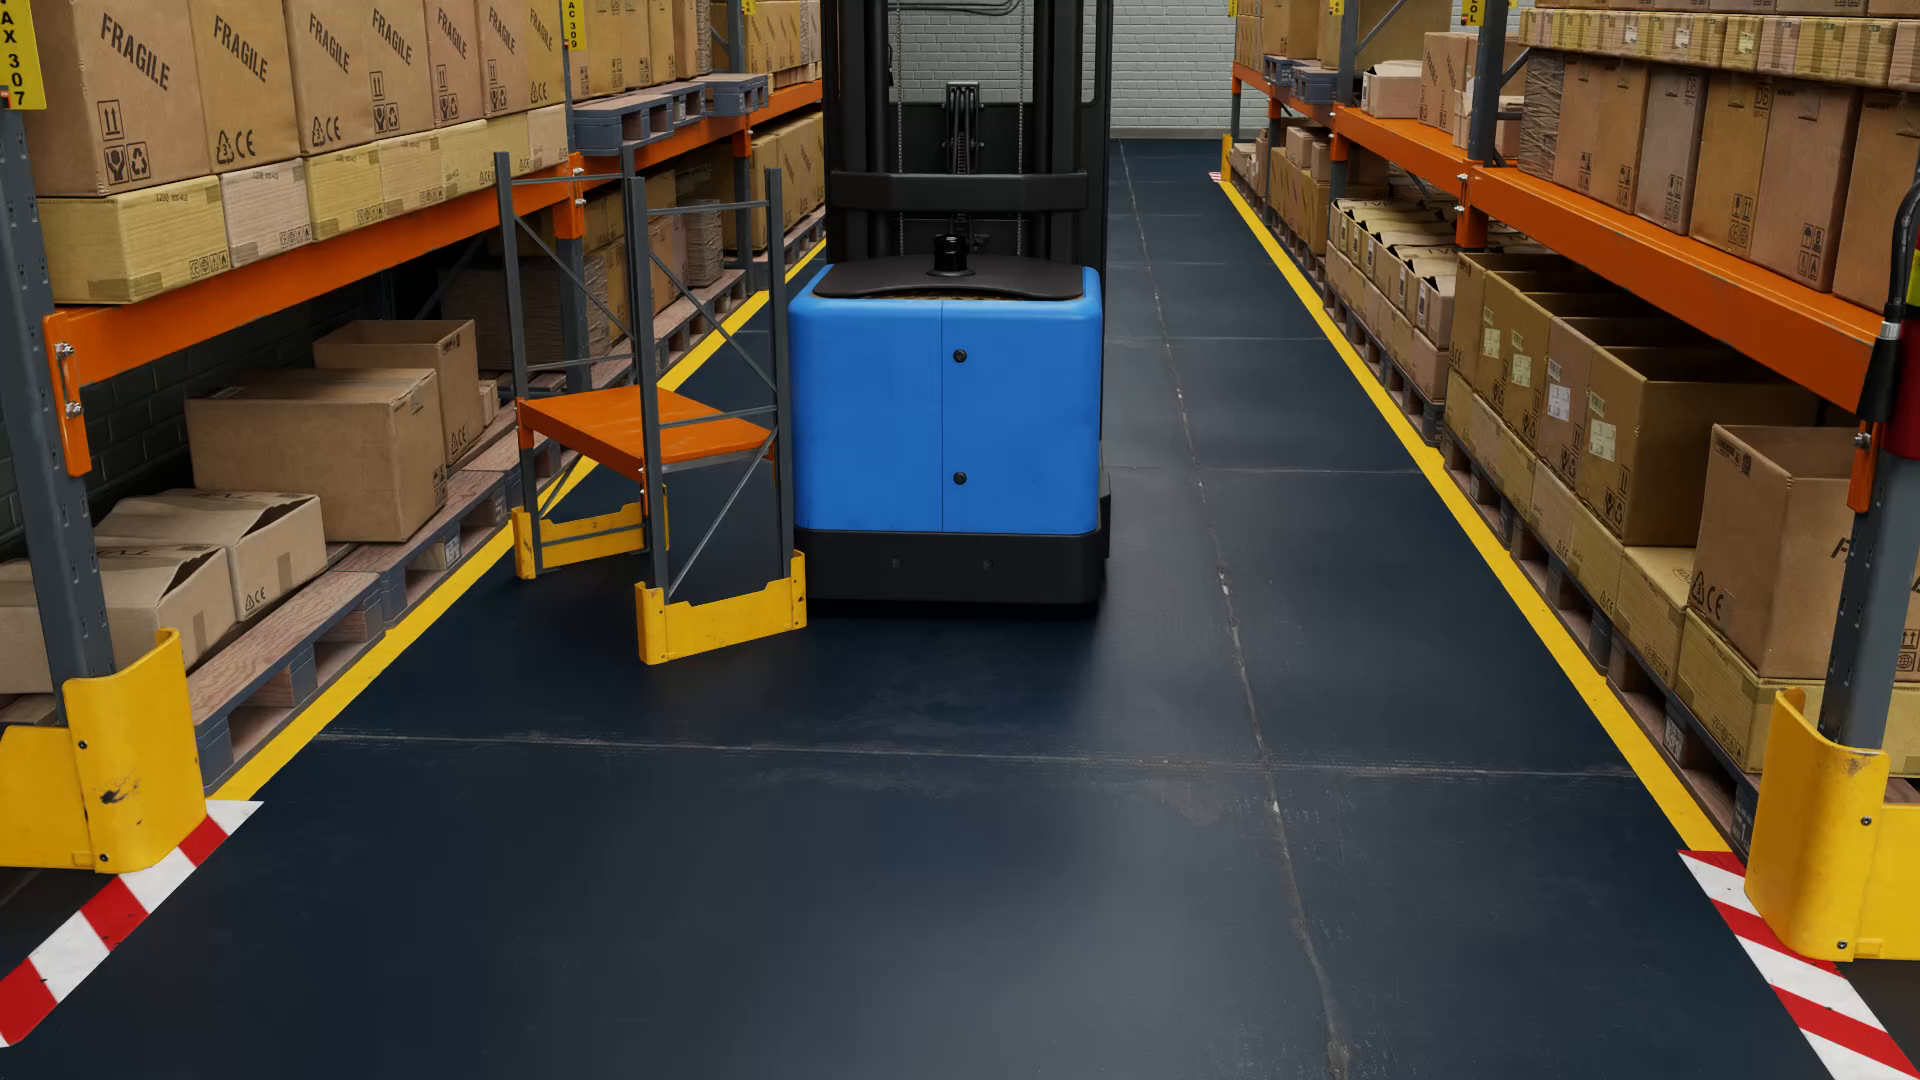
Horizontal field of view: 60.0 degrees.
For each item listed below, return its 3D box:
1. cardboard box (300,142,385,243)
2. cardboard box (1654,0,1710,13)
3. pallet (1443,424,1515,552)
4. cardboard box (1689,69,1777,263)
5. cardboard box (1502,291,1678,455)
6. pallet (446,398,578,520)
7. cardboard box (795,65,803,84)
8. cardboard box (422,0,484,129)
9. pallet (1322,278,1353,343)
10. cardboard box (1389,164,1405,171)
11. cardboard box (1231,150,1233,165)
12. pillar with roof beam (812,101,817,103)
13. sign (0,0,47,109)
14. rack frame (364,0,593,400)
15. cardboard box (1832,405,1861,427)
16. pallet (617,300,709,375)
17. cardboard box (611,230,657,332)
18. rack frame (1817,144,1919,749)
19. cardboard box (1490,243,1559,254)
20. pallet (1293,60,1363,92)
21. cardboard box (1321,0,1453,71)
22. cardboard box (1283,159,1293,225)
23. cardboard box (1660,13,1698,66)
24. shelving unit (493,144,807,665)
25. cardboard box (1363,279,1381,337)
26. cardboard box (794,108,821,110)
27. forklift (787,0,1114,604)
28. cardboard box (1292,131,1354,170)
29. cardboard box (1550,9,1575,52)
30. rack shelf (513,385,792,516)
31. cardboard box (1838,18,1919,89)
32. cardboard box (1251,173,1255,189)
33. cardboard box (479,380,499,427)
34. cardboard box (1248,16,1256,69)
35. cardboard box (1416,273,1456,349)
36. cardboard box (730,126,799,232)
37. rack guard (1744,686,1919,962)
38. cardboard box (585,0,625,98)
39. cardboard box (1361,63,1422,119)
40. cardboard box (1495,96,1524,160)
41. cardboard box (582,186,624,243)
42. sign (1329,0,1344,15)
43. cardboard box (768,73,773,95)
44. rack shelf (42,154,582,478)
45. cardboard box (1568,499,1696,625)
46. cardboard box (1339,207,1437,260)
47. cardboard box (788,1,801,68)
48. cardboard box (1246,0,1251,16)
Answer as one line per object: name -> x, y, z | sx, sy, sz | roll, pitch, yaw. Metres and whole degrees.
cardboard box -> -2.108, -1.070, 5.080 | 0.500, 0.250, 0.500 | 1, 18, 3
cardboard box -> 2.570, -1.859, 5.035 | 0.700, 0.500, 0.500 | 1, 18, 4
pallet -> 2.604, -0.230, 6.784 | 1.003, 0.211, 1.213 | 1, 18, 4
cardboard box -> 2.537, -1.068, 4.704 | 0.700, 0.500, 0.500 | 1, 18, 4
cardboard box -> 2.286, -0.602, 5.981 | 0.500, 0.500, 0.500 | 1, 18, 4
pallet -> -2.251, -0.376, 7.230 | 1.003, 0.211, 1.213 | 1, 18, 4
cardboard box -> -1.508, -3.857, 13.749 | 0.380, 0.149, 0.250 | 1, 18, 4
cardboard box -> -2.040, -1.740, 5.919 | 0.500, 0.500, 0.500 | 1, 18, 2
pallet -> 2.892, -1.463, 10.549 | 1.003, 0.211, 1.213 | 1, 18, 4
cardboard box -> 3.413, -2.680, 13.092 | 0.500, 0.500, 0.500 | 1, 18, 2
cardboard box -> 3.173, -4.190, 18.237 | 0.380, 0.166, 0.250 | 1, 18, 4
pillar with roof beam -> 2.247, -9.250, 20.200 | 9.100, 9.000, 0.400 | 1, 18, 4
sign -> -1.984, -1.067, 3.472 | 0.100, 0.325, 0.005 | 1, 18, 4
rack frame -> -2.238, -1.910, 7.435 | 1.000, 3.000, 0.127 | 1, 18, 4
cardboard box -> 2.711, -0.125, 4.523 | 0.500, 0.500, 0.500 | 1, 18, 4
pallet -> -2.099, -1.207, 9.767 | 1.003, 0.211, 1.213 | 1, 18, 4
cardboard box -> -2.138, -1.479, 9.429 | 0.700, 0.500, 0.500 | 1, 18, 5
rack frame -> 2.416, -0.558, 3.310 | 1.000, 3.000, 0.127 | 1, 18, 4
cardboard box -> 3.058, -1.399, 8.716 | 0.500, 0.311, 0.500 | 1, 18, 2
pallet -> 3.125, -3.556, 12.766 | 1.003, 0.211, 1.213 | 1, 18, 4
cardboard box -> 2.923, -3.488, 11.416 | 0.700, 0.500, 0.500 | -5, 19, -15
cardboard box -> 2.929, -2.841, 13.583 | 0.500, 0.500, 0.500 | 2, 18, 5
cardboard box -> 2.363, -1.519, 5.039 | 0.380, 0.149, 0.250 | 1, 18, 3
shelving unit -> -1.060, -0.507, 5.562 | 0.587, 1.500, 1.083 | -13, 22, -34
cardboard box -> 2.556, -1.303, 9.323 | 0.500, 0.250, 0.500 | 2, 18, 5
cardboard box -> -1.590, -4.467, 17.535 | 0.380, 0.149, 0.250 | 2, 18, 5
forklift -> 0.042, -1.589, 6.564 | 1.130, 2.935, 3.031 | 1, 18, 4
cardboard box -> 2.892, -3.052, 13.023 | 0.500, 0.250, 0.500 | 1, 18, 3
cardboard box -> 2.456, -1.919, 6.260 | 0.380, 0.149, 0.250 | 1, 18, 2
rack shelf -> -1.055, -0.334, 5.611 | 0.538, 0.185, 1.000 | -13, 22, -34
cardboard box -> 2.271, -1.118, 3.817 | 0.380, 0.149, 0.250 | 2, 18, 5
cardboard box -> 3.002, -3.441, 15.978 | 0.380, 0.149, 0.250 | 1, 18, 4
cardboard box -> -2.246, -0.606, 7.299 | 0.380, 0.166, 0.250 | -1, 18, -3
cardboard box -> 3.161, -4.972, 16.618 | 0.500, 0.500, 0.500 | 2, 18, 5
cardboard box -> 2.446, -1.092, 7.780 | 0.500, 0.311, 0.500 | 1, 18, 4
cardboard box -> -1.699, -2.828, 13.014 | 0.750, 0.750, 0.750 | 1, 18, 4
rack guard -> 2.415, 0.637, 3.676 | 1.175, 0.500, 0.348 | 1, 18, 4
cardboard box -> -2.120, -2.497, 8.360 | 0.700, 0.500, 0.500 | 3, 18, 10
cardboard box -> 2.733, -2.727, 10.072 | 0.500, 0.311, 0.500 | 1, 18, 3
cardboard box -> 2.695, -1.883, 7.594 | 0.500, 0.250, 0.500 | 2, 18, 7
cardboard box -> -2.140, -1.815, 9.249 | 0.500, 0.250, 0.500 | 1, 18, 2
sign -> 2.448, -3.565, 10.753 | 0.100, 0.325, 0.005 | 1, 18, 4
cardboard box -> -1.566, -3.298, 12.043 | 0.380, 0.149, 0.250 | 2, 18, 6
rack shelf -> -2.381, -0.947, 5.651 | 1.077, 0.370, 4.000 | 1, 18, 4
cardboard box -> 2.218, 0.065, 5.150 | 0.500, 0.250, 0.500 | 1, 18, 4
cardboard box -> 2.630, -1.883, 10.193 | 0.500, 0.311, 0.500 | 1, 18, 3
cardboard box -> -1.548, -3.974, 13.065 | 0.500, 0.500, 0.500 | 2, 18, 5
cardboard box -> 3.198, -5.601, 16.931 | 0.500, 0.500, 0.500 | 2, 18, 5
